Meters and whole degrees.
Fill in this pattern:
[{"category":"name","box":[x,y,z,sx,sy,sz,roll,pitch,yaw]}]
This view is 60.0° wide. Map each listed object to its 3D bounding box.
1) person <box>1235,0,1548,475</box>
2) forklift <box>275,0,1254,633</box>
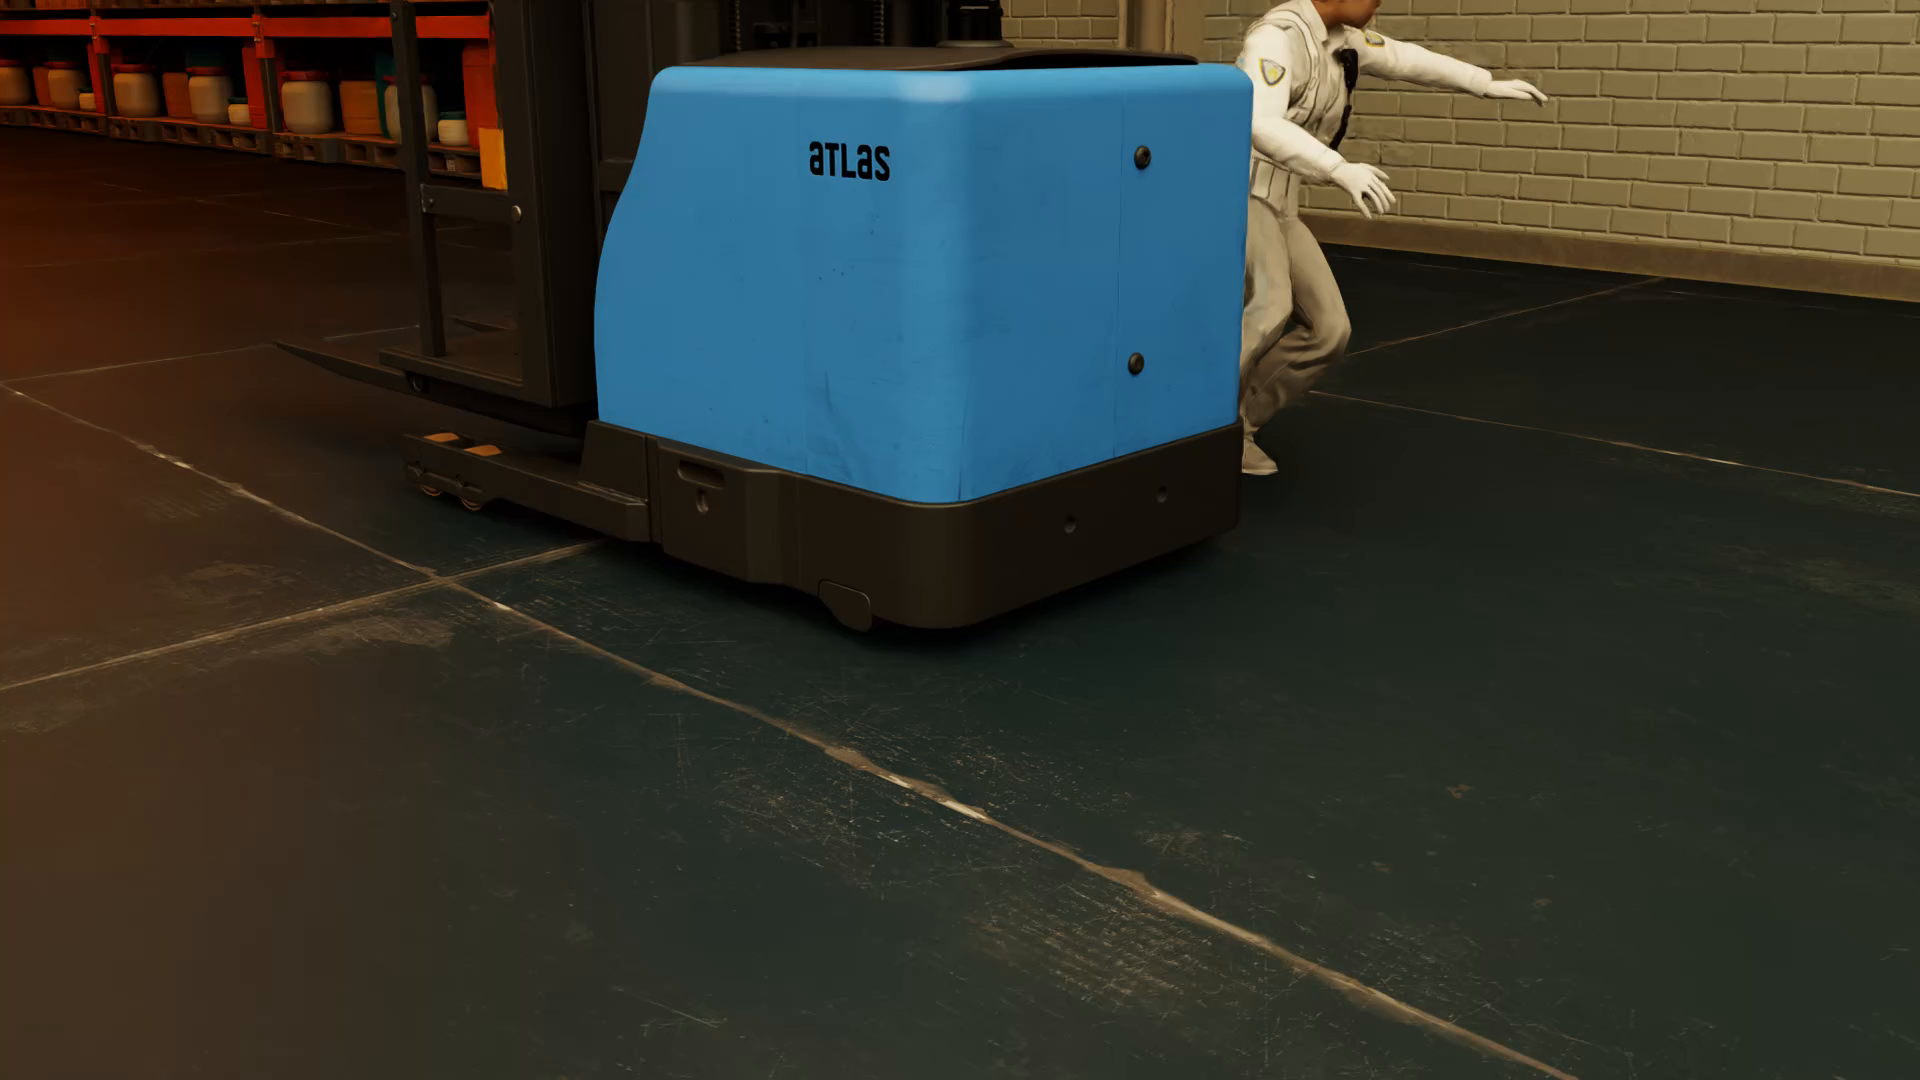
[{"category":"person","box":[0.897,-0.840,4.271,0.793,1.428,1.334,12,21,33]},{"category":"forklift","box":[-0.784,-1.569,4.010,3.031,2.935,1.130,15,23,41]}]
